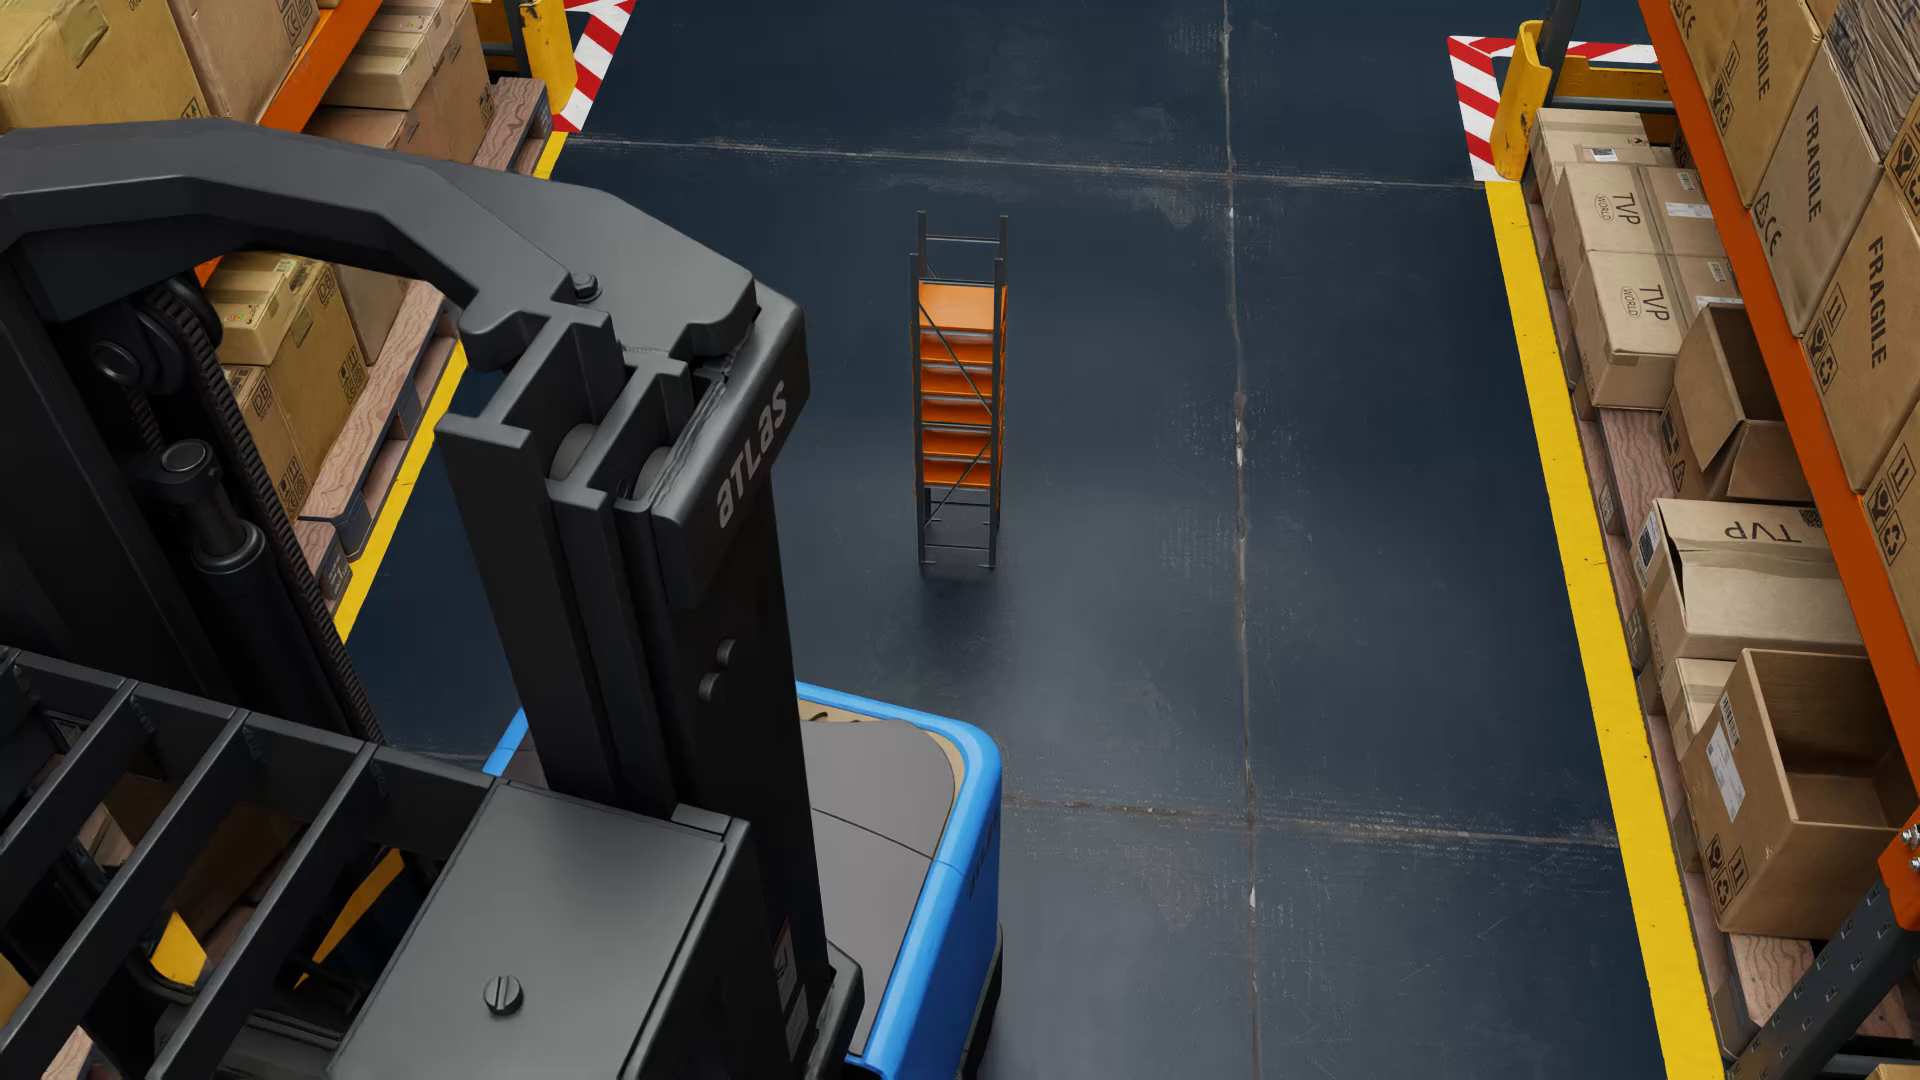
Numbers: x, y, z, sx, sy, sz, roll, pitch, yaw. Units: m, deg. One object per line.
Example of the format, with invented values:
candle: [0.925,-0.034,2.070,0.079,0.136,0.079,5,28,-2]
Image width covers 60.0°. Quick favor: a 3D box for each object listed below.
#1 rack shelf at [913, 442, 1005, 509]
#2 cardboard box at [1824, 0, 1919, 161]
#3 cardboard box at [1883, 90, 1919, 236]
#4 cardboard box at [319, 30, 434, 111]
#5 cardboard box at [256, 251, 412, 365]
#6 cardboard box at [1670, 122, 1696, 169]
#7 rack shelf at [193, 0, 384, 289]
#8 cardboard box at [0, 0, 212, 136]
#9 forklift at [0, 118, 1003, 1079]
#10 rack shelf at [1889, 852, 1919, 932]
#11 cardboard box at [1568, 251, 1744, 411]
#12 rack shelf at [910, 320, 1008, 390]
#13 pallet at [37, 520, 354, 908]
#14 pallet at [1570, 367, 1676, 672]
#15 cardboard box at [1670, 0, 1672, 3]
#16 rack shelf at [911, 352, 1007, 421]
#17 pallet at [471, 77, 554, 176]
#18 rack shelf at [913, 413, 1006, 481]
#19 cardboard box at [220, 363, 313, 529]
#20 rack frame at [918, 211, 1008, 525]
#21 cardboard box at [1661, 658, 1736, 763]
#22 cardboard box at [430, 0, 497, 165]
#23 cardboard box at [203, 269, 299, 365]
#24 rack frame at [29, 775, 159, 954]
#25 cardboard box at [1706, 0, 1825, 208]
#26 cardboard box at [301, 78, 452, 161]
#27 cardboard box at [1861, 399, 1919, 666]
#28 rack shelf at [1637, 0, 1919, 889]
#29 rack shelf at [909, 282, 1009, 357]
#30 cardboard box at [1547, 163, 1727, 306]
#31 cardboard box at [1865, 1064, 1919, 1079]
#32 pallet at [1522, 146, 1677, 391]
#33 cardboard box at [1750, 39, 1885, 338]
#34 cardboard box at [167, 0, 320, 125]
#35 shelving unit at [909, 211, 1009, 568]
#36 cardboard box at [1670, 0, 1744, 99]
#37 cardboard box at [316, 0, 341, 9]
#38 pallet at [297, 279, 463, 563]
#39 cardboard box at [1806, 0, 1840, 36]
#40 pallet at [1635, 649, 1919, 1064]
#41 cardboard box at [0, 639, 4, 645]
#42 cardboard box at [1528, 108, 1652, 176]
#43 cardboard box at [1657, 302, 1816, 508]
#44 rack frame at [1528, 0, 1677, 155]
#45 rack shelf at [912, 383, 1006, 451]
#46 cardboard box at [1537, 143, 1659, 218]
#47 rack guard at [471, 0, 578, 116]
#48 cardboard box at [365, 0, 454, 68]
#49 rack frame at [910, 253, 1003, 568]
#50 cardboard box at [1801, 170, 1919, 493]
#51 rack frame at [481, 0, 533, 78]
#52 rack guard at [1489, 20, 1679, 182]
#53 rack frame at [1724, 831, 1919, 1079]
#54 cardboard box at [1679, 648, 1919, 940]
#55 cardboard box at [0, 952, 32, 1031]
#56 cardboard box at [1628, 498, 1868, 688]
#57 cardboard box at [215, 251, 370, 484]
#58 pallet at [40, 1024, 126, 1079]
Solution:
rack shelf: [-0.001,-0.202,5.007,0.258,0.103,0.180,4,48,4]
cardboard box: [2.236,-1.138,3.512,0.500,0.500,0.500,4,48,4]
cardboard box: [2.190,-0.767,3.174,0.500,0.500,0.500,3,48,3]
cardboard box: [-2.028,-1.602,5.652,0.380,0.149,0.250,5,48,5]
cardboard box: [-2.266,-0.940,5.486,0.700,0.500,0.500,2,48,2]
cardboard box: [2.918,-1.459,5.947,0.500,0.500,0.500,4,48,4]
rack shelf: [-2.393,-1.188,4.791,1.077,0.370,4.000,4,48,4]
cardboard box: [-2.438,-0.996,3.925,0.980,0.700,0.700,3,48,3]
forklift: [-0.811,1.070,2.285,1.130,2.935,3.031,13,49,11]
rack shelf: [2.176,2.082,1.801,1.077,0.370,4.000,4,48,4]
cardboard box: [2.299,-0.675,5.400,0.500,0.250,0.500,4,48,4]
rack shelf: [-0.001,-0.526,4.653,0.258,0.103,0.180,4,48,4]
pallet: [-2.428,0.427,4.717,1.003,0.211,1.213,4,48,4]
pallet: [2.530,-0.093,5.192,1.003,0.211,1.213,4,48,4]
cardboard box: [2.378,-1.916,4.902,0.500,0.500,0.500,3,48,3]
rack shelf: [-0.001,-0.445,4.742,0.258,0.103,0.180,4,48,4]
pallet: [-2.206,-1.366,6.357,1.003,0.211,1.213,4,48,4]
rack shelf: [-0.001,-0.283,4.919,0.258,0.103,0.180,4,48,4]
cardboard box: [-2.356,-0.171,4.783,0.700,0.500,0.500,3,48,3]
rack frame: [0.007,-0.462,4.859,0.240,1.200,0.006,4,48,4]
cardboard box: [2.102,0.466,4.425,0.380,0.149,0.250,4,48,4]
cardboard box: [-2.175,-1.677,6.161,0.700,0.500,0.500,4,48,4]
cardboard box: [-2.145,-0.644,4.776,0.380,0.149,0.250,3,48,2]
rack frame: [-2.575,0.039,3.182,1.000,3.000,0.127,4,48,4]
cardboard box: [2.282,-1.180,4.229,0.500,0.500,0.500,4,48,4]
cardboard box: [-2.220,-1.310,5.824,0.700,0.500,0.500,4,48,3]
cardboard box: [2.148,-0.049,3.194,0.500,0.500,0.500,5,48,4]
rack shelf: [2.540,-0.858,4.489,1.077,0.370,4.000,4,48,4]
rack shelf: [-0.001,-0.607,4.565,0.258,0.103,0.180,4,48,4]
cardboard box: [2.345,-1.043,5.736,0.500,0.250,0.500,4,48,4]
cardboard box: [2.071,1.404,3.329,0.500,0.500,0.500,2,48,2]
pallet: [2.644,-0.987,6.010,1.003,0.211,1.213,4,48,4]
cardboard box: [2.238,-0.806,3.886,0.500,0.500,0.500,5,48,4]
cardboard box: [-2.381,-1.531,4.414,0.980,0.700,0.700,2,48,2]
shelving unit: [-0.001,-0.394,4.798,0.258,1.200,0.189,4,48,4]
cardboard box: [2.329,-1.547,4.565,0.500,0.500,0.500,4,48,3]
cardboard box: [-2.302,-2.091,4.926,0.980,0.700,0.700,4,48,3]
pallet: [-2.319,-0.472,5.539,1.003,0.211,1.213,4,48,4]
cardboard box: [2.284,-1.508,3.851,0.500,0.500,0.500,3,48,3]
pallet: [2.422,0.806,4.370,1.003,0.211,1.213,4,48,4]
cardboard box: [-2.405,0.198,4.445,0.700,0.500,0.500,4,48,4]
cardboard box: [2.342,-1.472,6.197,0.380,0.149,0.250,4,48,4]
cardboard box: [2.524,-0.317,4.901,0.797,0.503,0.637,4,48,4]
rack frame: [2.723,-2.570,5.568,1.000,3.000,0.127,4,48,4]
rack shelf: [-0.001,-0.364,4.830,0.258,0.103,0.180,4,48,4]
cardboard box: [2.319,-1.294,6.023,0.380,0.166,0.250,4,48,4]
rack guard: [-2.209,-2.074,6.808,1.175,0.500,0.348,4,48,4]
cardboard box: [-2.005,-1.790,5.824,0.380,0.149,0.250,3,48,3]
rack frame: [-0.010,-0.327,4.736,0.240,1.200,0.006,4,48,4]
cardboard box: [2.194,-0.428,3.541,0.500,0.500,0.500,5,48,5]
rack frame: [-2.211,-2.900,5.870,1.000,3.000,0.127,4,48,4]
rack guard: [2.716,-1.670,6.439,1.175,0.500,0.348,4,48,4]
rack frame: [2.358,0.369,2.879,1.000,3.000,0.127,4,48,4]
cardboard box: [2.128,0.627,4.040,0.500,0.500,0.500,4,48,4]
cardboard box: [-2.505,1.109,3.375,0.750,0.750,0.750,4,48,4]
cardboard box: [2.196,0.139,4.614,0.500,0.311,0.500,4,48,4]
cardboard box: [-2.307,-0.548,5.128,0.700,0.500,0.500,5,48,4]
pallet: [-2.571,1.552,3.687,1.003,0.211,1.213,4,48,4]
